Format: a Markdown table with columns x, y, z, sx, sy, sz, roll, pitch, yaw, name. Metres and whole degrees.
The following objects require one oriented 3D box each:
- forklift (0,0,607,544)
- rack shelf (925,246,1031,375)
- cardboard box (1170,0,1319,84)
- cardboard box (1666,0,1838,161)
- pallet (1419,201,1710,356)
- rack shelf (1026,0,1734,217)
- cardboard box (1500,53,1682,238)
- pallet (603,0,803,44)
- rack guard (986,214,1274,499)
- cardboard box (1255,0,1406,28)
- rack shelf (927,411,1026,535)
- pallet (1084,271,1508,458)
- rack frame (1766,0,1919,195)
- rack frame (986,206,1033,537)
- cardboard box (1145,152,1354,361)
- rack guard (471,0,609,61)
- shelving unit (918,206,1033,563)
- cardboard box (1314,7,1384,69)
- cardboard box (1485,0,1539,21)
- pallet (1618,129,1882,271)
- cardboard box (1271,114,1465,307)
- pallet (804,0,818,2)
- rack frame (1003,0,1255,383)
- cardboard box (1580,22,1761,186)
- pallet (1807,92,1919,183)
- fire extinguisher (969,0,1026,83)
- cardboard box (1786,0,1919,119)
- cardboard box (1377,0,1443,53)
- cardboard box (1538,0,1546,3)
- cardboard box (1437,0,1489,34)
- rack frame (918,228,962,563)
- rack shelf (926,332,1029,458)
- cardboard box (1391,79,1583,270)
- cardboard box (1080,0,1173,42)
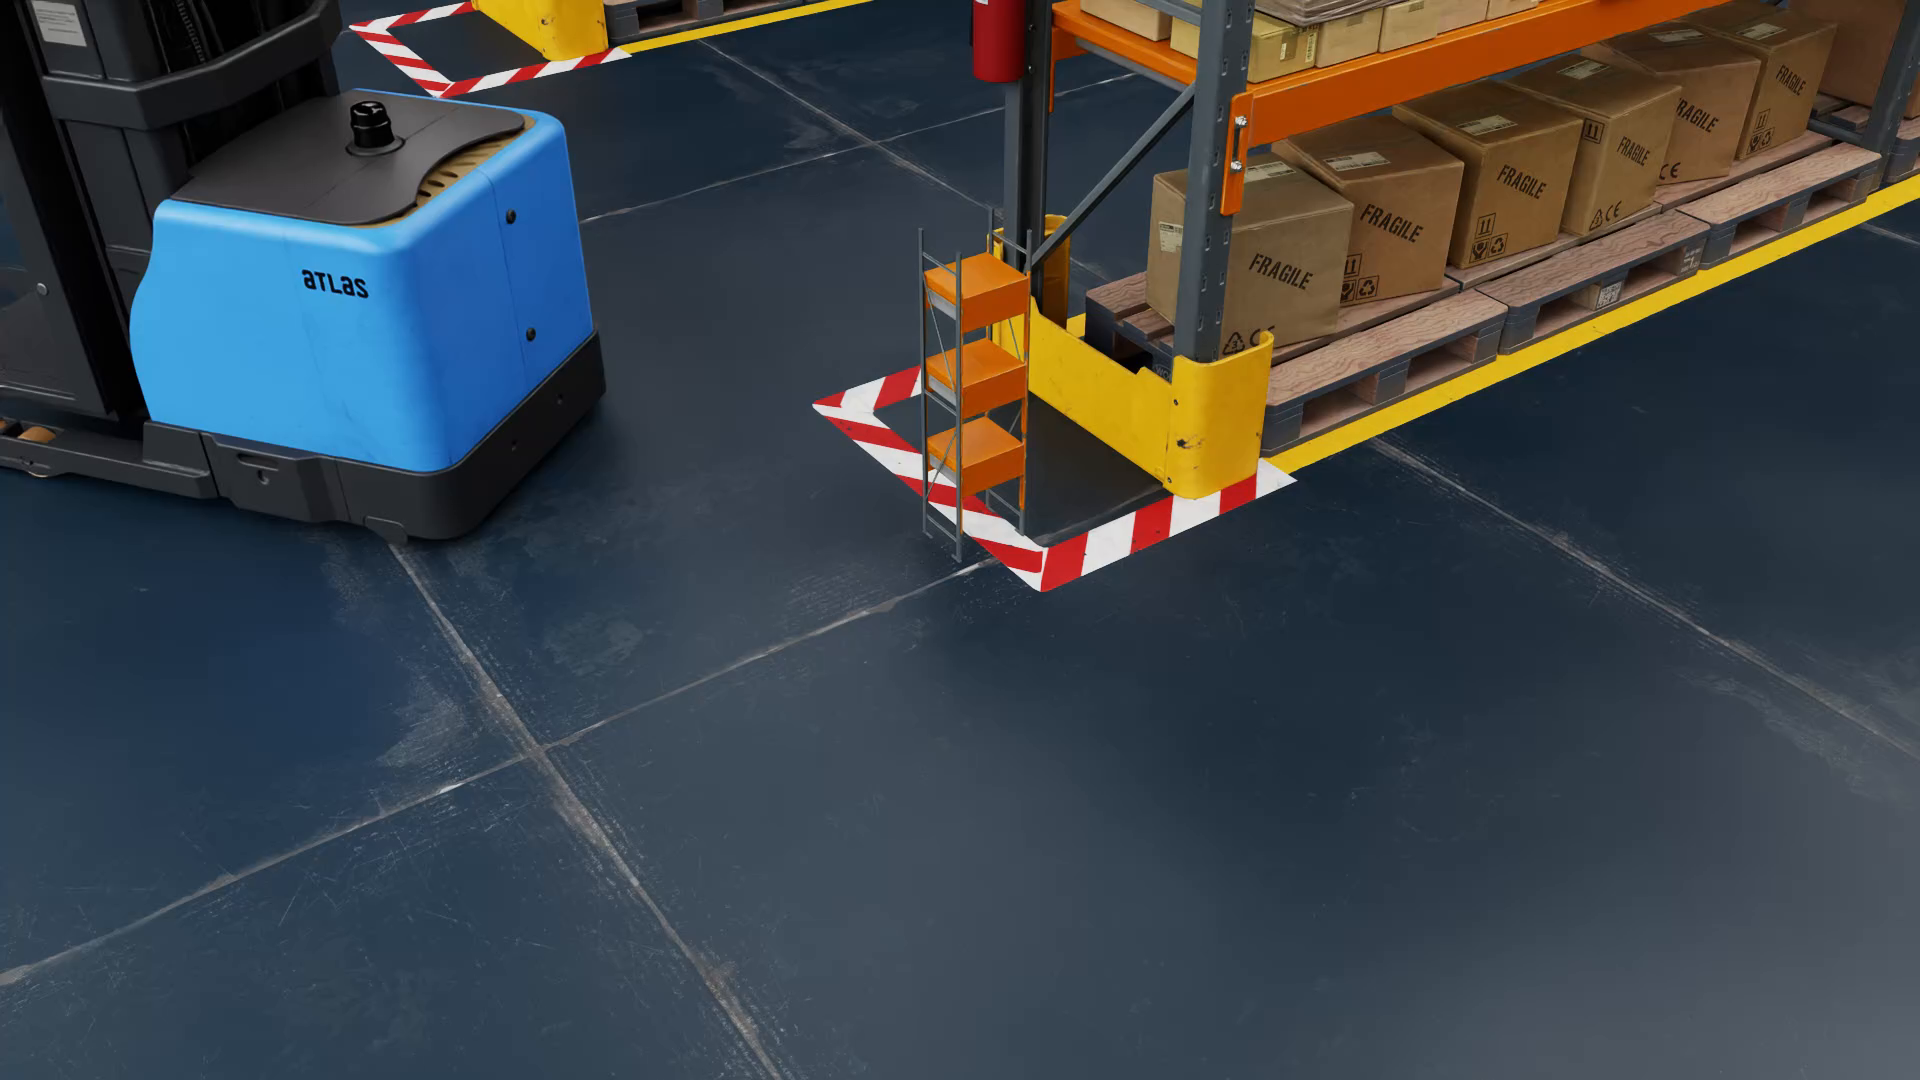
| x | y | z | sx | sy | sz | roll | pitch | yaw | name |
| --- | --- | --- | --- | --- | --- | --- | --- | --- | --- |
| -2.821 | -1.679 | 5.074 | 3.031 | 2.935 | 1.130 | 11 | 37 | 14 | forklift |
| 0.044 | -0.666 | 4.809 | 0.240 | 0.259 | 0.215 | -22 | 41 | -28 | rack shelf |
| 0.856 | -1.527 | 5.019 | 0.250 | 0.149 | 0.380 | -22 | 41 | -28 | cardboard box |
| 3.405 | -2.032 | 7.288 | 0.500 | 0.500 | 0.500 | -24 | 42 | -29 | cardboard box |
| 2.228 | -1.205 | 6.744 | 1.213 | 0.211 | 1.003 | -22 | 41 | -28 | pallet |
| 2.120 | -2.027 | 6.116 | 4.000 | 0.370 | 1.077 | -22 | 41 | -28 | rack shelf |
| 2.479 | -1.590 | 6.673 | 0.500 | 0.500 | 0.500 | -26 | 43 | -32 | cardboard box |
| -1.666 | -3.197 | 9.515 | 1.213 | 0.211 | 1.003 | -22 | 41 | -28 | pallet |
| 0.548 | -0.657 | 5.736 | 0.348 | 0.500 | 1.175 | -22 | 41 | -28 | rack guard |
| 0.951 | -1.980 | 5.094 | 0.500 | 0.500 | 0.875 | -22 | 41 | -28 | cardboard box |
| 0.044 | -0.210 | 5.137 | 0.240 | 0.259 | 0.215 | -22 | 41 | -28 | rack shelf |
| 1.232 | -0.797 | 6.177 | 1.213 | 0.211 | 1.003 | -22 | 41 | -28 | pallet |
| 3.755 | -2.992 | 6.841 | 0.127 | 3.000 | 1.000 | -22 | 41 | -28 | rack frame |
| 0.143 | -0.485 | 5.025 | 0.008 | 1.050 | 0.200 | -22 | 41 | -28 | rack frame |
| 1.005 | -1.004 | 5.859 | 0.500 | 0.500 | 0.500 | -15 | 38 | -20 | cardboard box |
| -2.333 | -3.044 | 9.054 | 0.348 | 0.500 | 1.175 | -22 | 41 | -28 | rack guard |
| 0.044 | -0.444 | 4.968 | 0.252 | 1.050 | 0.215 | -22 | 41 | -28 | shelving unit |
| 1.071 | -1.602 | 5.123 | 0.250 | 0.149 | 0.380 | -22 | 41 | -28 | cardboard box |
| 1.685 | -1.853 | 5.473 | 0.250 | 0.149 | 0.380 | -22 | 41 | -28 | cardboard box |
| 3.226 | -1.617 | 7.318 | 1.213 | 0.211 | 1.003 | -22 | 41 | -28 | pallet |
| 1.474 | -1.222 | 6.161 | 0.500 | 0.500 | 0.500 | -12 | 37 | -16 | cardboard box |
| -0.669 | -3.605 | 10.082 | 1.213 | 0.211 | 1.003 | -22 | 41 | -28 | pallet |
| 0.485 | -1.647 | 4.971 | 0.127 | 3.000 | 1.000 | -22 | 41 | -28 | rack frame |
| 2.941 | -1.836 | 7.015 | 0.500 | 0.500 | 0.500 | -10 | 37 | -14 | cardboard box |
| 4.391 | -2.123 | 8.021 | 1.213 | 0.211 | 1.003 | -22 | 41 | -28 | pallet |
| 0.126 | -1.797 | 5.245 | 0.183 | 0.674 | 0.296 | -22 | 41 | -28 | fire extinguisher |
| 4.269 | -2.352 | 7.716 | 0.500 | 0.500 | 0.700 | -26 | 43 | -31 | cardboard box |
| 1.284 | -1.679 | 5.230 | 0.250 | 0.149 | 0.380 | -22 | 41 | -28 | cardboard box |
| 1.874 | -1.950 | 5.608 | 0.250 | 0.149 | 0.380 | -22 | 41 | -28 | cardboard box |
| 1.476 | -1.773 | 5.361 | 0.250 | 0.149 | 0.380 | -22 | 41 | -28 | cardboard box |
| -0.056 | -0.403 | 4.911 | 0.008 | 1.050 | 0.200 | -22 | 41 | -28 | rack frame |
| 0.044 | -0.436 | 4.975 | 0.240 | 0.259 | 0.215 | -22 | 41 | -28 | rack shelf |
| 1.997 | -1.423 | 6.441 | 0.500 | 0.500 | 0.500 | -18 | 40 | -24 | cardboard box |
| 0.599 | -1.739 | 5.314 | 0.250 | 0.149 | 0.380 | -22 | 41 | -28 | cardboard box |
